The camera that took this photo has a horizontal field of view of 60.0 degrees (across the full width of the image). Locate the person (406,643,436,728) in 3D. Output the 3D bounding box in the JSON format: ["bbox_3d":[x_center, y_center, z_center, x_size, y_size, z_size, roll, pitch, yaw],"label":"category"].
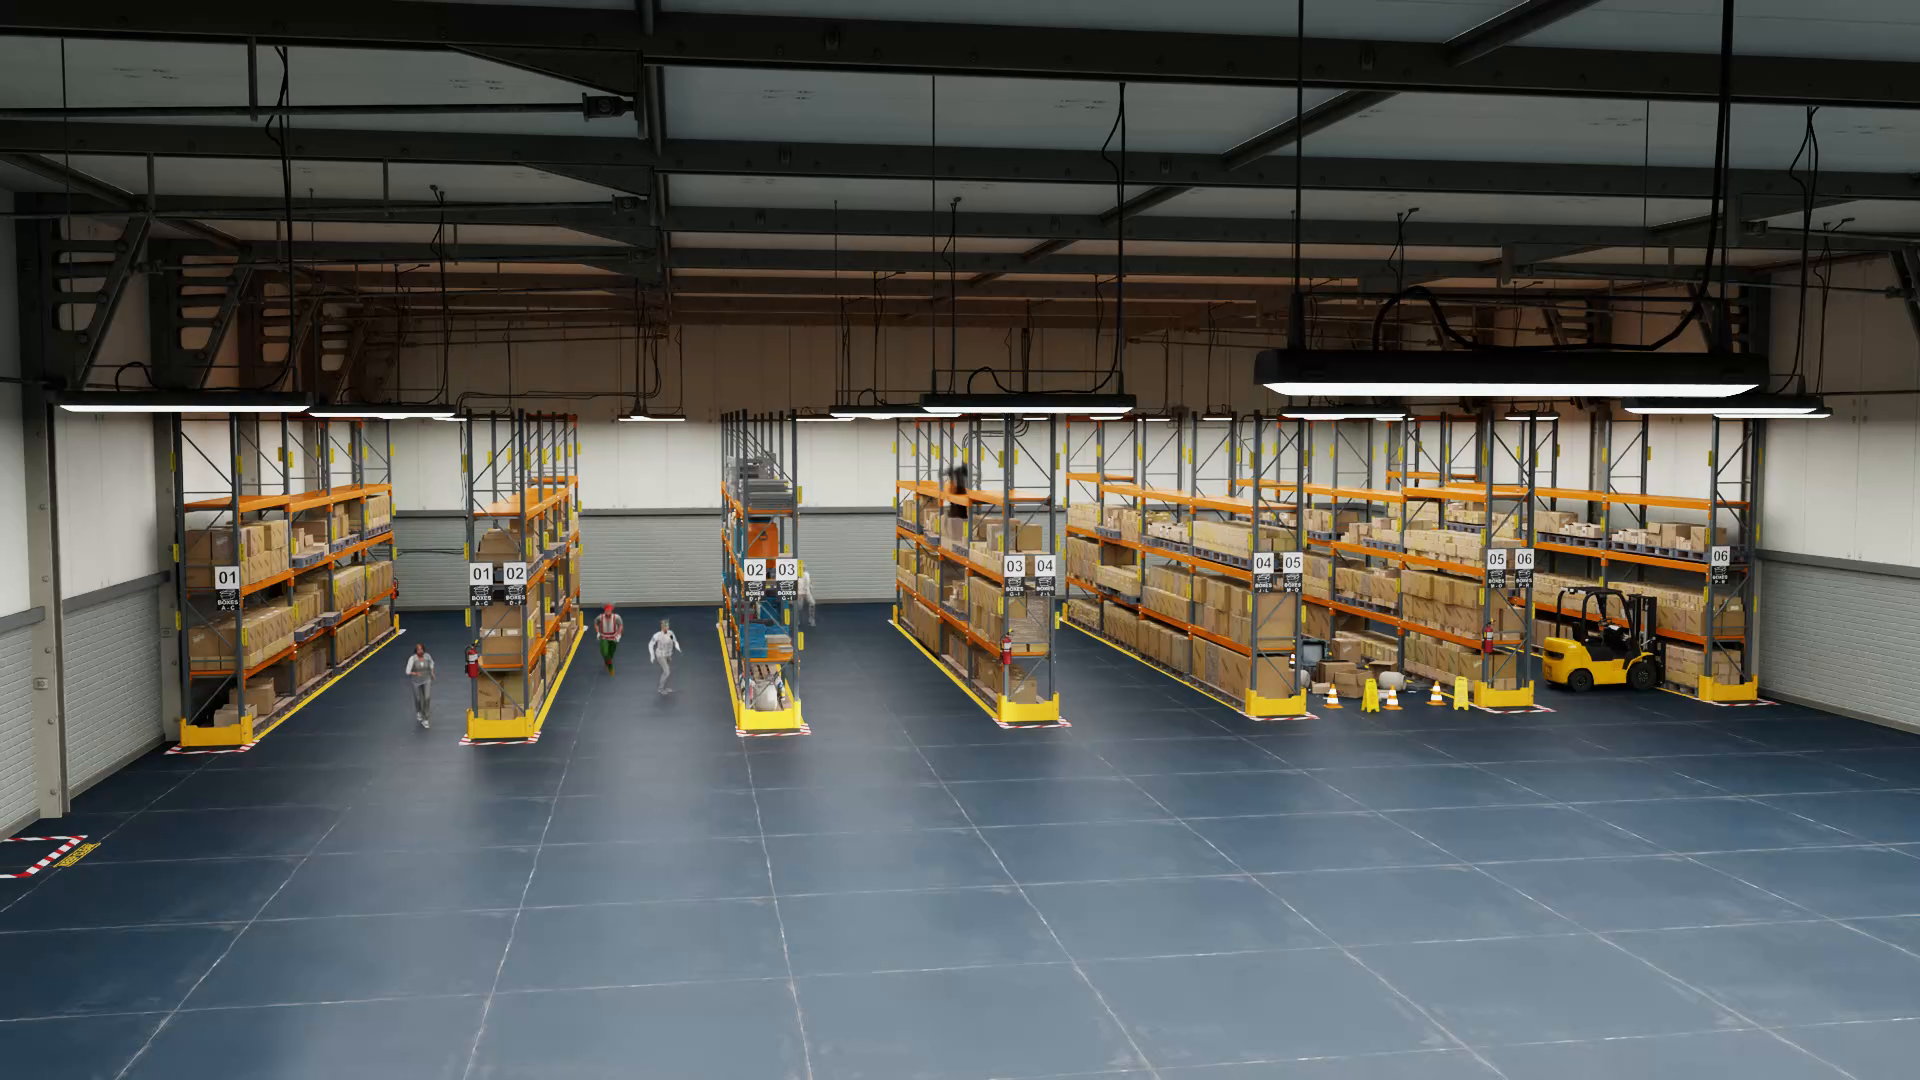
[{"bbox_3d":[-10.238,2.727,31.574,0.544,1.577,0.916,-2,4,-22],"label":"person"}]

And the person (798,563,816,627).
[{"bbox_3d":[-4.455,1.559,47.136,0.685,1.815,0.761,-3,5,-37],"label":"person"}]

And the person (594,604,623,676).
[{"bbox_3d":[-8.041,2.263,38.107,0.653,1.674,1.020,-1,4,-9],"label":"person"}]

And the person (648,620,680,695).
[{"bbox_3d":[-6.215,2.491,35.258,0.745,1.630,0.604,3,5,36],"label":"person"}]
